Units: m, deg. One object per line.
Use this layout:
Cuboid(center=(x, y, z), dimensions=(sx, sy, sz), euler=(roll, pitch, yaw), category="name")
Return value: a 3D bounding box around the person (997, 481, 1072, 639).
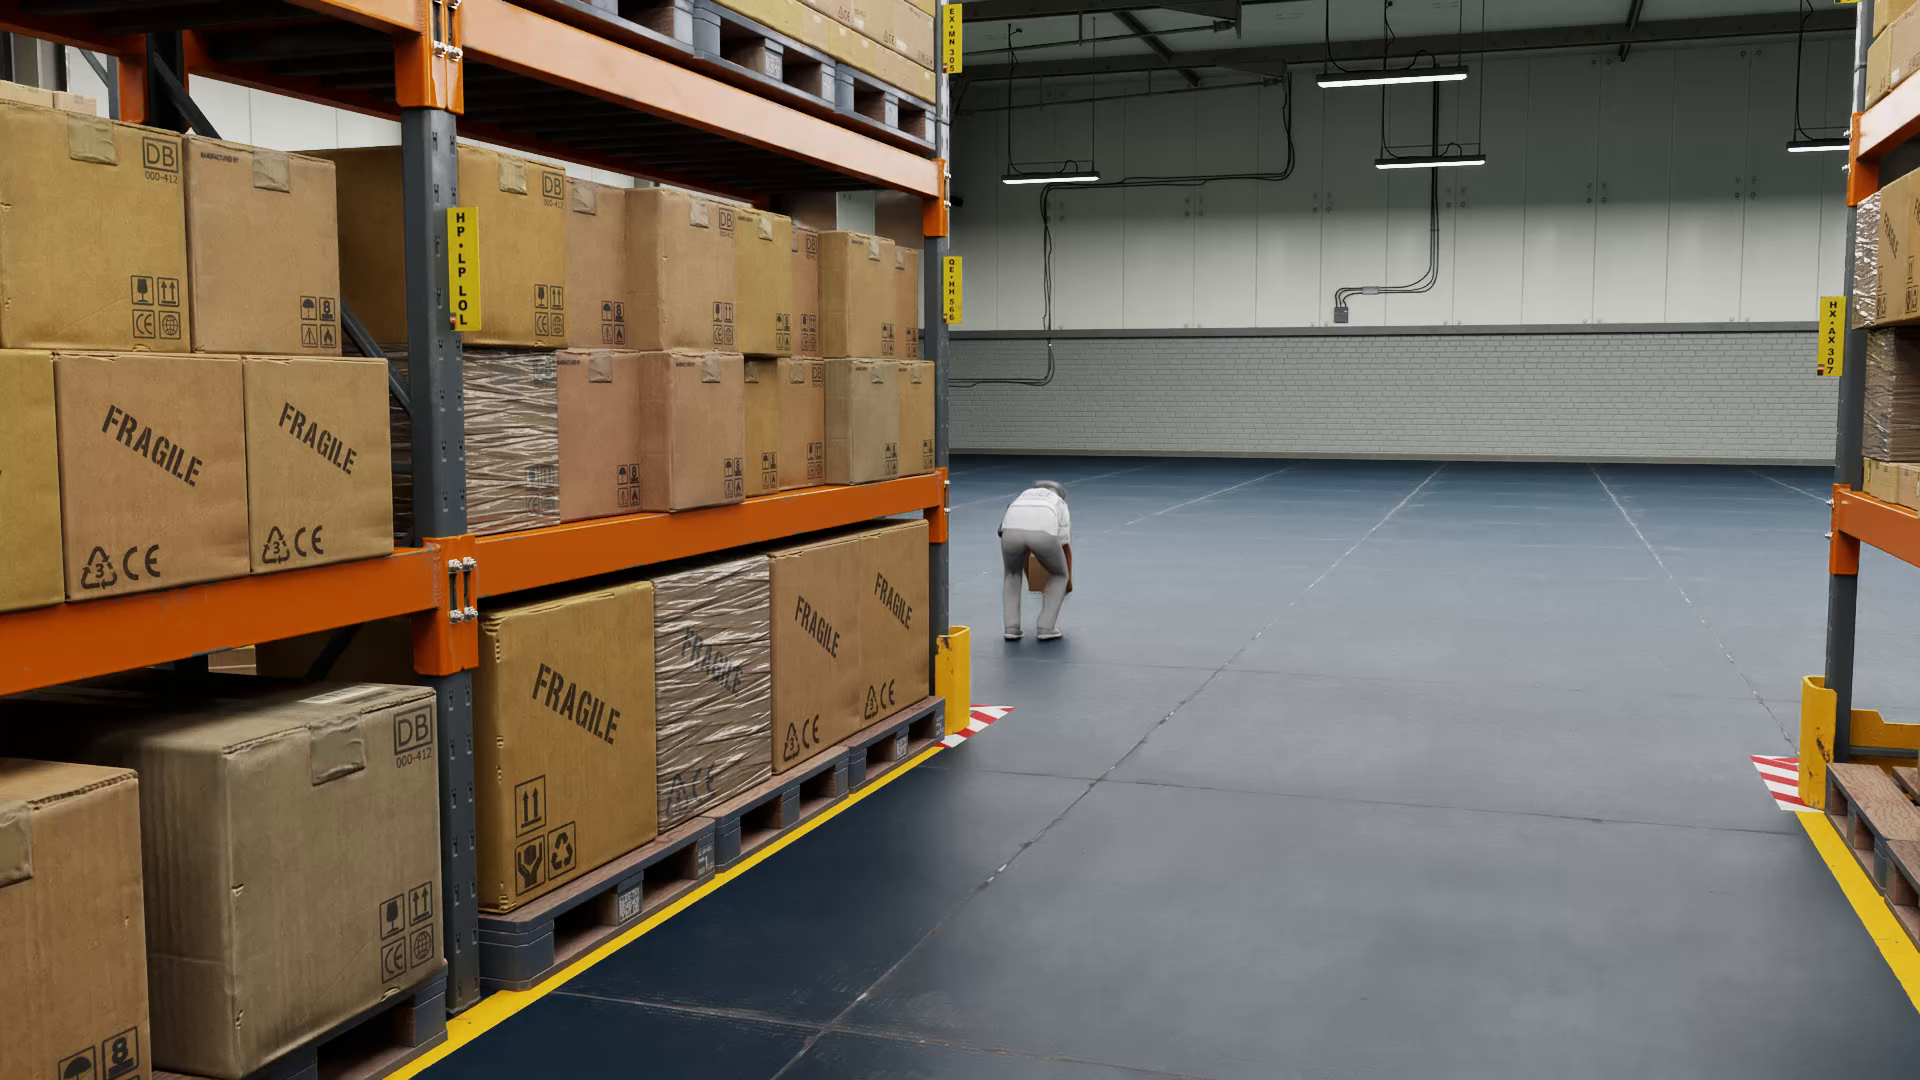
Cuboid(center=(0.540, 0.135, 11.547), dimensions=(0.454, 1.064, 0.933), euler=(2, 6, 16), category="person")
